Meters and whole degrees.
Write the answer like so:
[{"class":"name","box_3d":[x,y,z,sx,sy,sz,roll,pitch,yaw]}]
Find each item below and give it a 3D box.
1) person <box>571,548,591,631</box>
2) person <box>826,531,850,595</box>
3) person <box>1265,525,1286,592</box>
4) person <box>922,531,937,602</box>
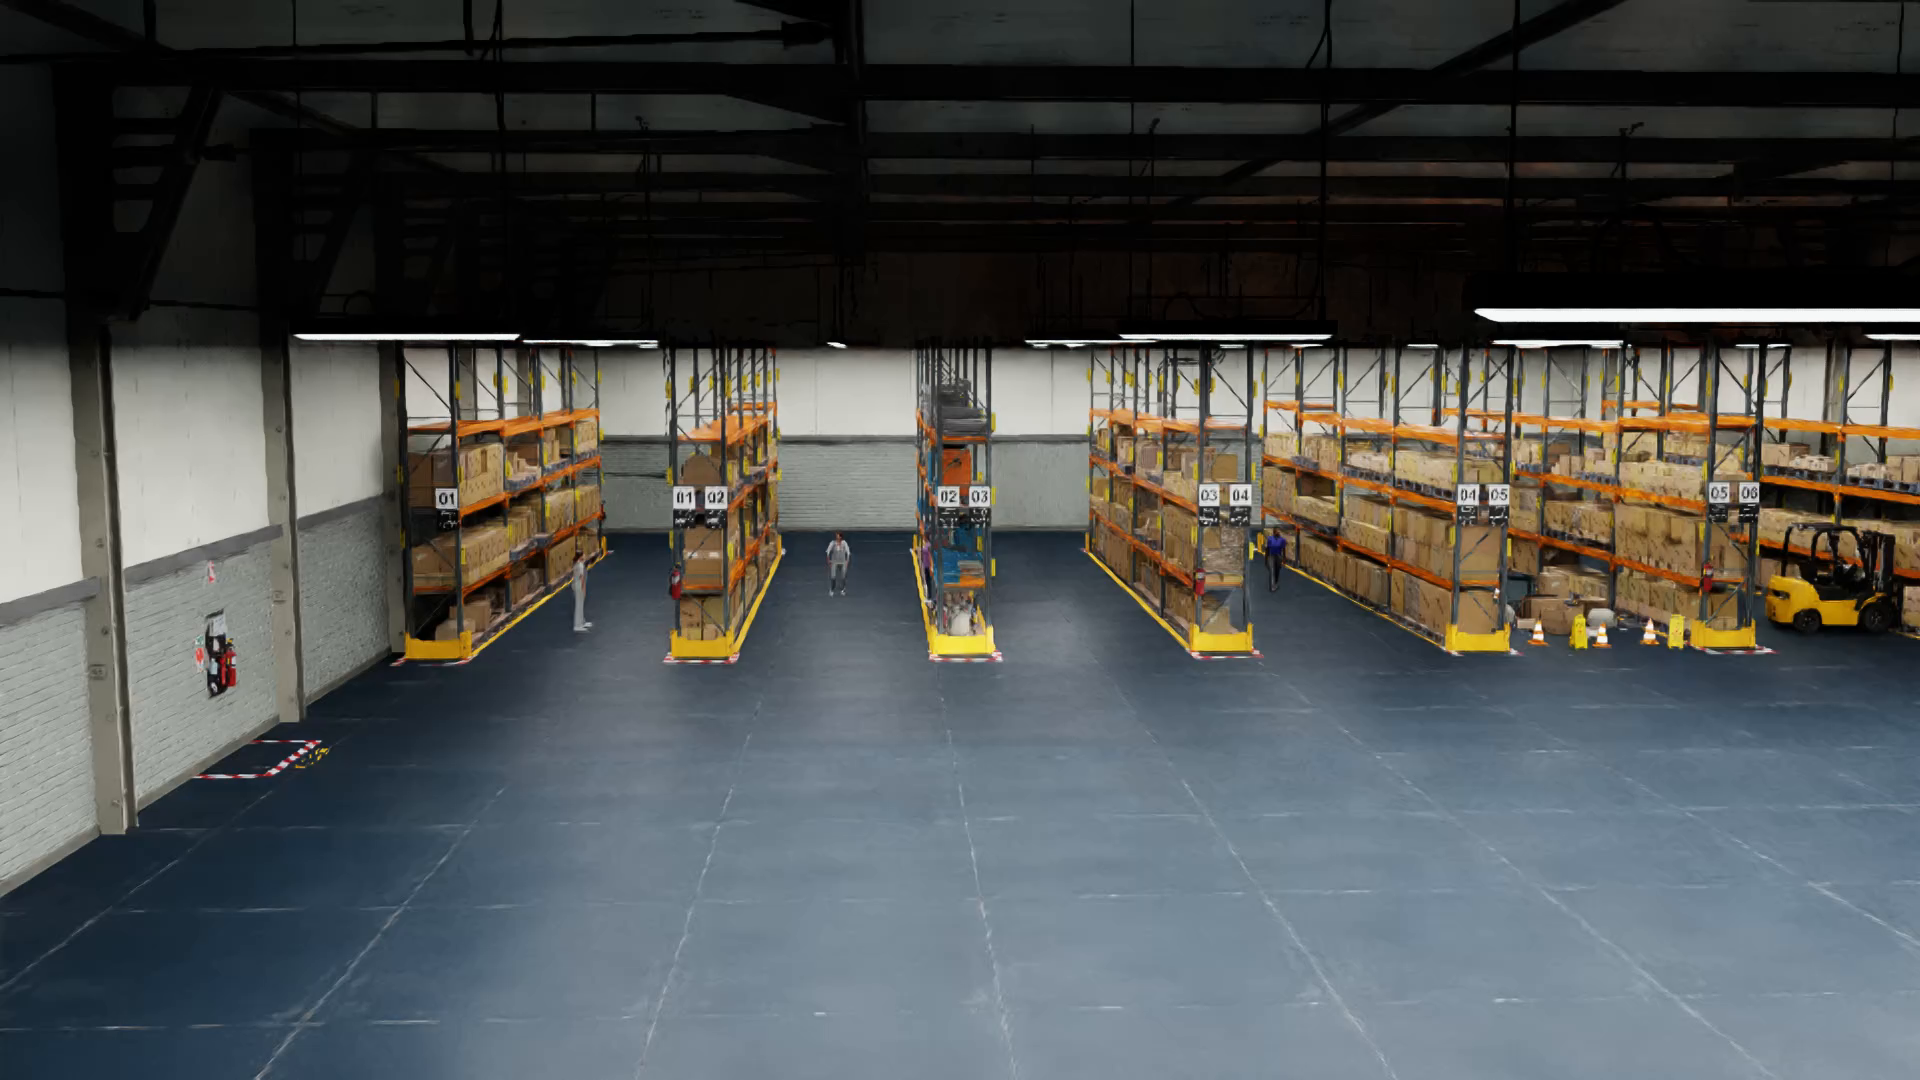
[{"class":"person","box_3d":[-7.760,1.001,34.140,0.454,1.679,0.539,-4,8,-31]},{"class":"person","box_3d":[-2.853,0.539,38.994,0.566,1.541,0.519,-1,7,-6]},{"class":"person","box_3d":[7.534,0.431,39.638,0.450,1.558,1.092,0,6,0]},{"class":"person","box_3d":[-0.608,0.582,36.562,0.441,1.593,0.497,-2,7,-21]}]
